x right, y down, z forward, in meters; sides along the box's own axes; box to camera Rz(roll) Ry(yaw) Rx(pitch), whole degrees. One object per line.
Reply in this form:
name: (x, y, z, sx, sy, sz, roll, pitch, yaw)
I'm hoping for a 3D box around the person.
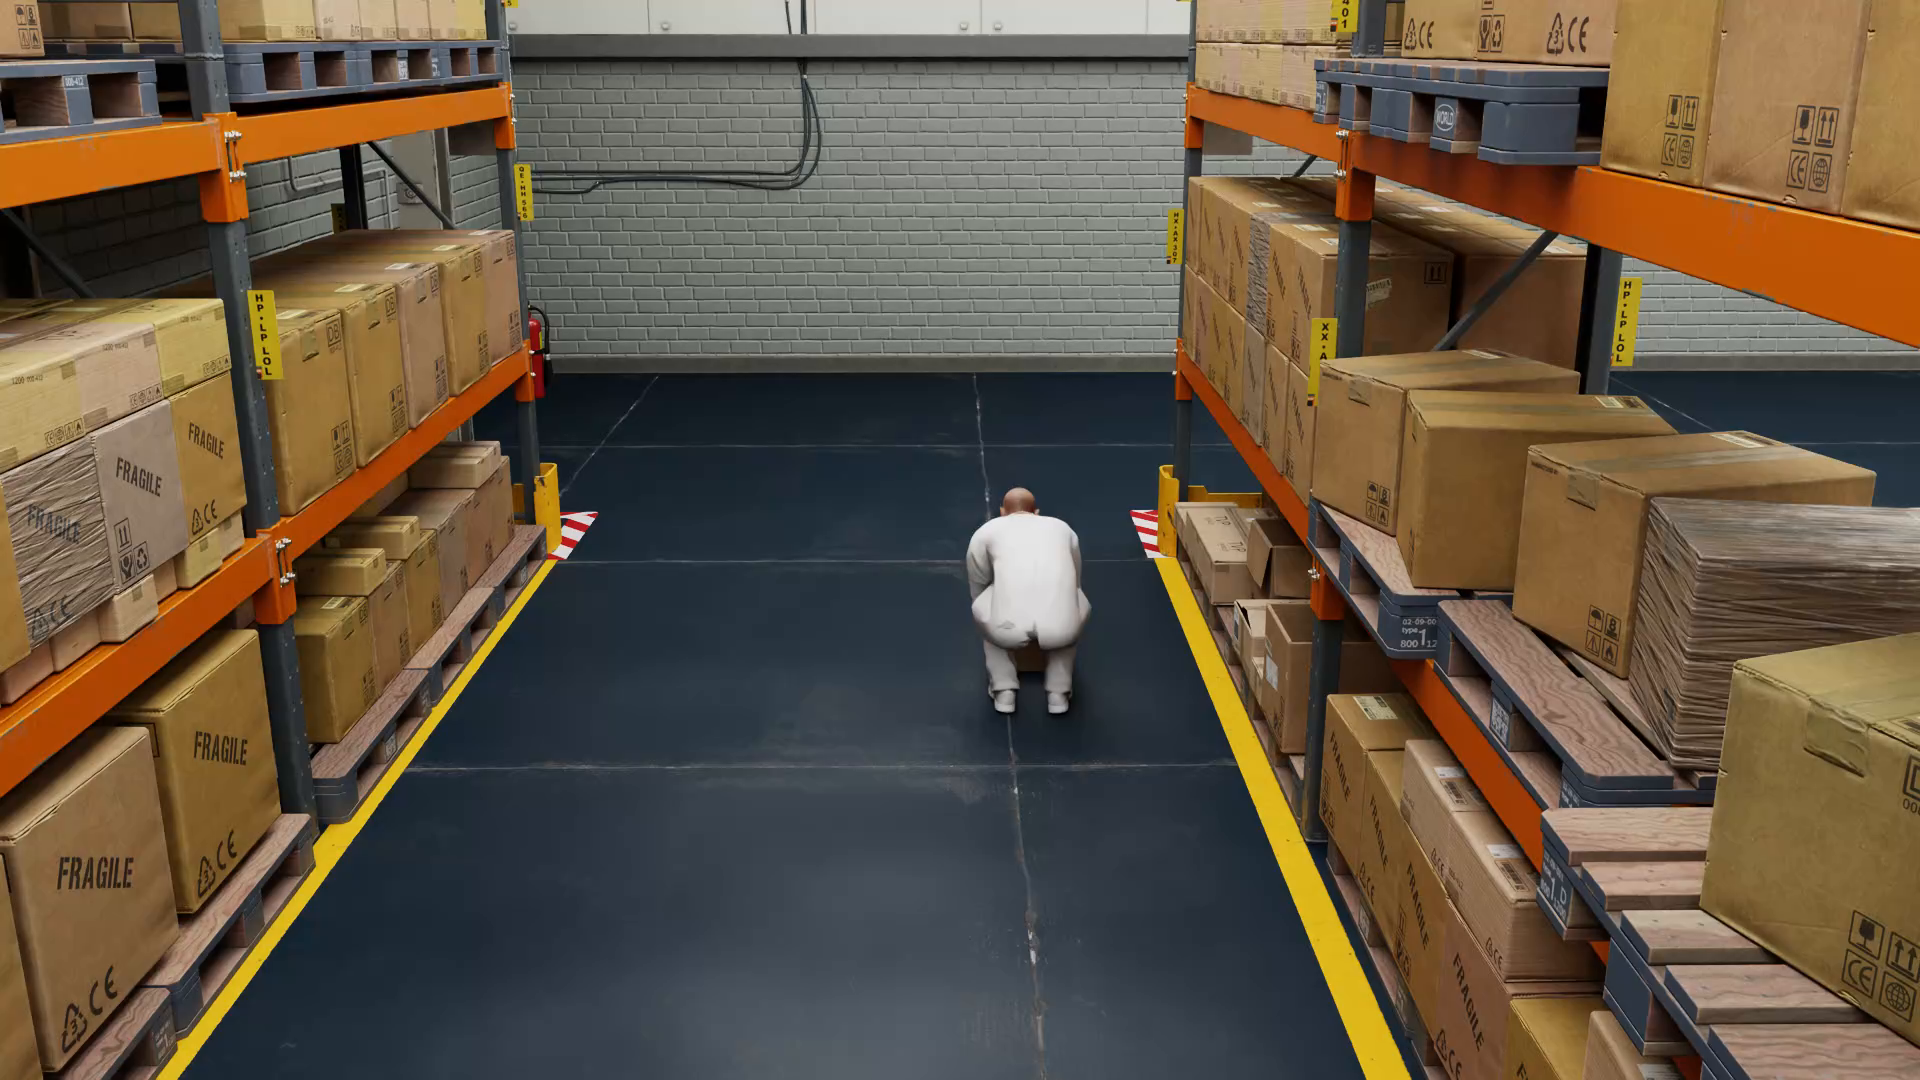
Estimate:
person: (0.331, 0.289, 8.052, 0.609, 0.947, 0.913, 1, 17, 2)
